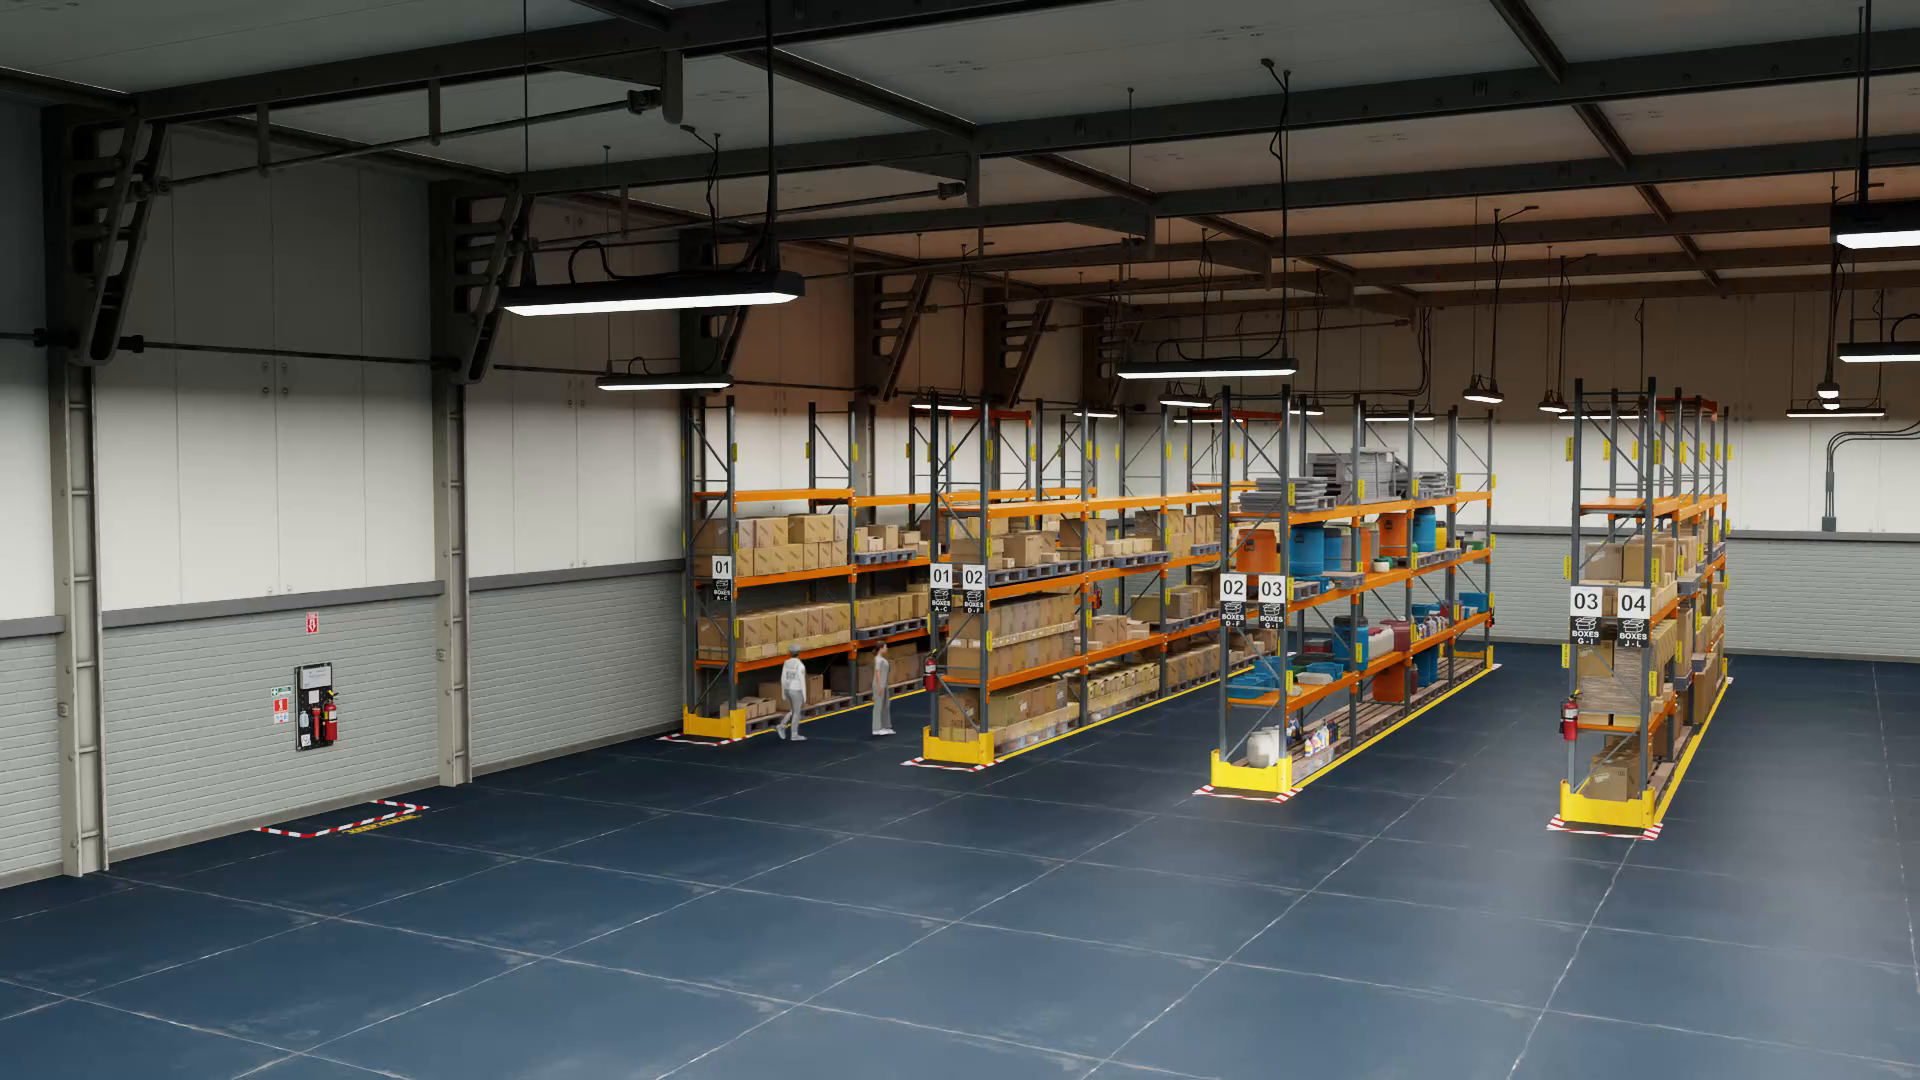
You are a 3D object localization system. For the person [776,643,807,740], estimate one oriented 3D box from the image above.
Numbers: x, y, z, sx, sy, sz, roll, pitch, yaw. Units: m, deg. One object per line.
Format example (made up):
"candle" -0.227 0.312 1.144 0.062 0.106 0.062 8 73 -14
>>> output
"person" -2.908 2.633 28.798 0.469 1.682 0.493 -2 3 -30

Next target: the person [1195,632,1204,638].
"person" 5.827 2.005 41.640 0.469 1.624 1.016 3 4 42

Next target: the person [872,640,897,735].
"person" -1.359 2.633 29.495 0.429 1.709 0.502 0 3 7
